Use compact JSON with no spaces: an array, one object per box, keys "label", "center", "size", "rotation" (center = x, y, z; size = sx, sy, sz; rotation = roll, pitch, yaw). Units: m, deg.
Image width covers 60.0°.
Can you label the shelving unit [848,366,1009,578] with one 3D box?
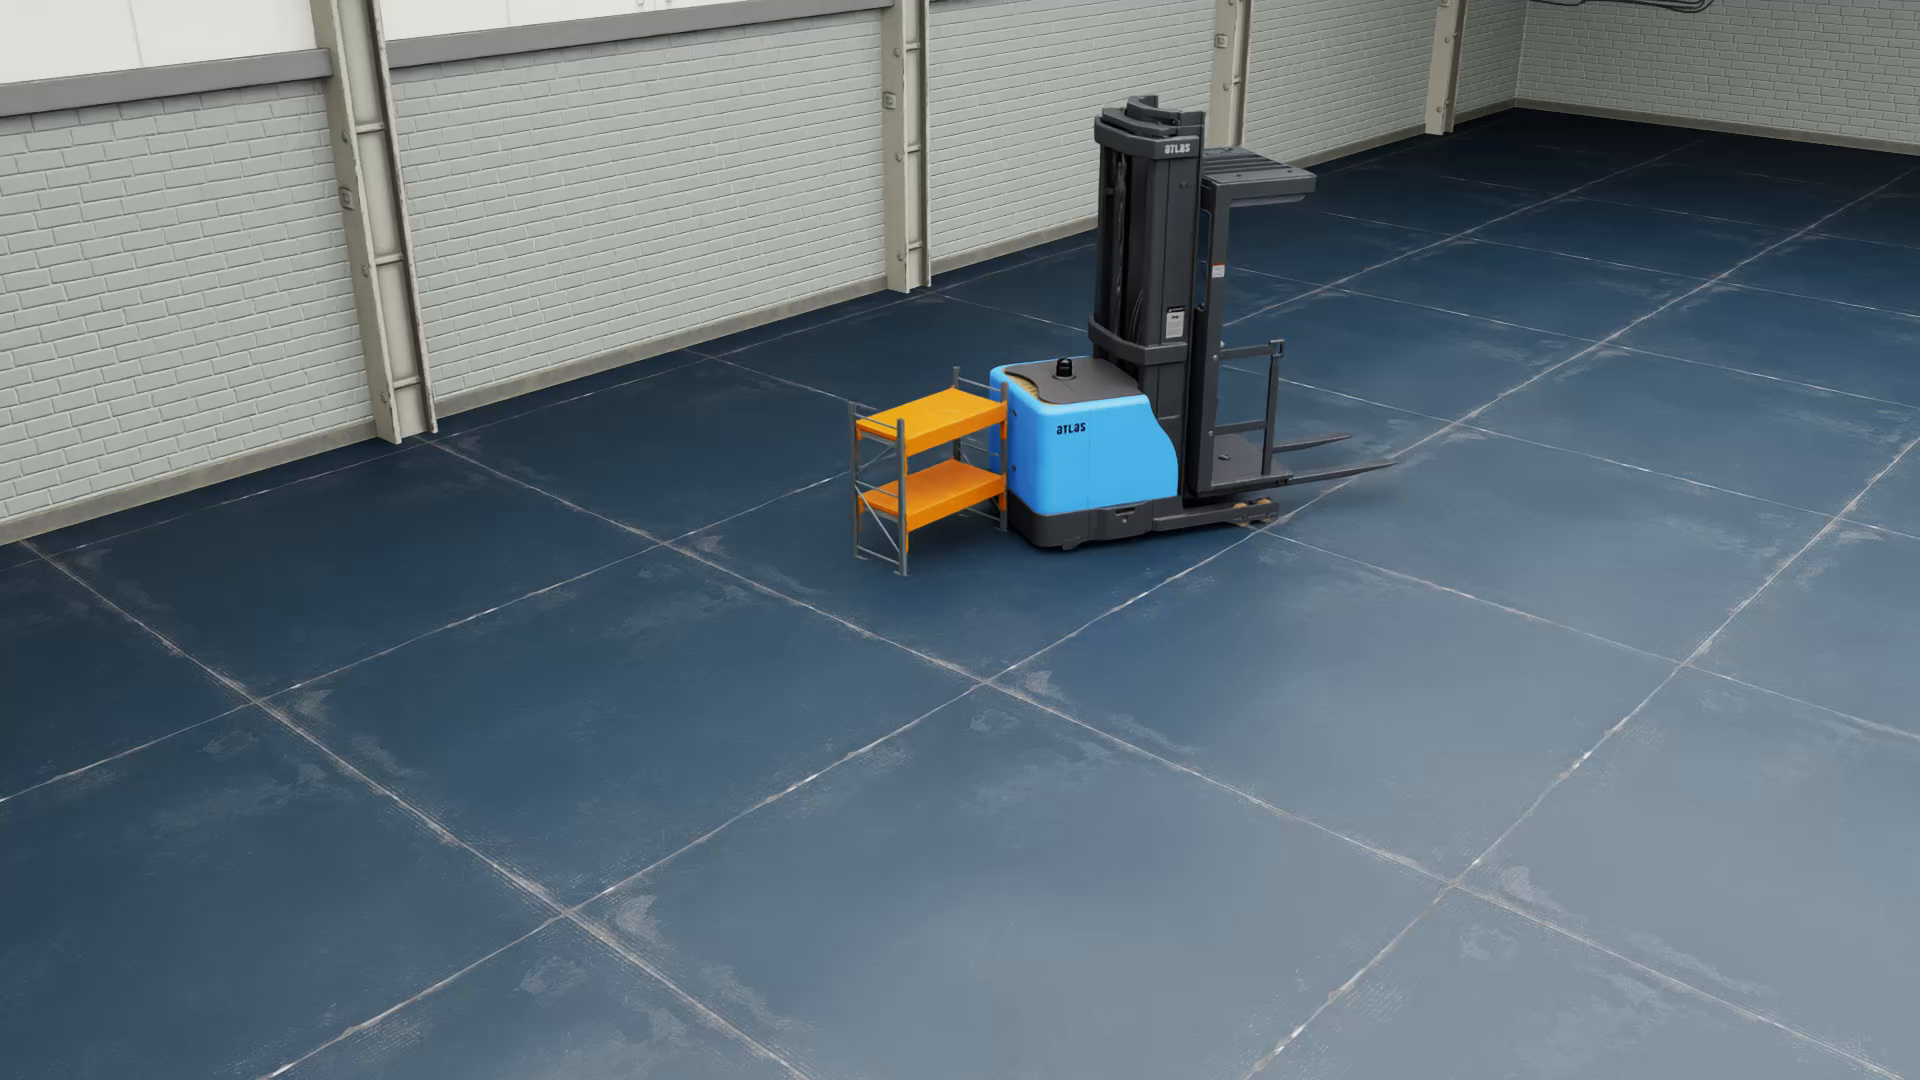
[{"label":"shelving unit","center":[-0.204,-0.486,11.459],"size":[0.538,1.125,1.048],"rotation":[21,32,39]}]

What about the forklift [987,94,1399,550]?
[{"label":"forklift","center":[1.769,-1.628,11.798],"size":[3.031,2.935,1.130],"rotation":[-9,26,-19]}]

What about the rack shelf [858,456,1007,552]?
[{"label":"rack shelf","center":[-0.204,-0.263,11.559],"size":[0.538,0.278,1.000],"rotation":[21,32,39]}]

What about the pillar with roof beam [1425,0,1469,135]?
[{"label":"pillar with roof beam","center":[10.663,-9.293,21.478],"size":[9.100,9.000,0.400],"rotation":[20,31,38]}]

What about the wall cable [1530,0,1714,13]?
[{"label":"wall cable","center":[10.408,-9.589,25.932],"size":[3.097,2.526,0.112],"rotation":[20,31,38]}]

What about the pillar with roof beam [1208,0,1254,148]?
[{"label":"pillar with roof beam","center":[6.658,-7.465,17.401],"size":[9.100,9.000,0.400],"rotation":[20,31,38]}]

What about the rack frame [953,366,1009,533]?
[{"label":"rack frame","center":[0.144,-0.638,11.798],"size":[0.500,1.125,0.032],"rotation":[21,32,39]}]

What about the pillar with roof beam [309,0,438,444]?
[{"label":"pillar with roof beam","center":[-1.351,-3.809,9.247],"size":[9.100,9.000,0.400],"rotation":[20,31,38]}]

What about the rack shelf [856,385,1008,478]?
[{"label":"rack shelf","center":[-0.204,-0.753,11.340],"size":[0.538,0.278,1.000],"rotation":[21,32,39]}]

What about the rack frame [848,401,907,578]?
[{"label":"rack frame","center":[-0.551,-0.334,11.121],"size":[0.500,1.125,0.032],"rotation":[21,32,39]}]

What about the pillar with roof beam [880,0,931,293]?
[{"label":"pillar with roof beam","center":[2.654,-5.637,13.324],"size":[9.100,9.000,0.400],"rotation":[20,31,38]}]
